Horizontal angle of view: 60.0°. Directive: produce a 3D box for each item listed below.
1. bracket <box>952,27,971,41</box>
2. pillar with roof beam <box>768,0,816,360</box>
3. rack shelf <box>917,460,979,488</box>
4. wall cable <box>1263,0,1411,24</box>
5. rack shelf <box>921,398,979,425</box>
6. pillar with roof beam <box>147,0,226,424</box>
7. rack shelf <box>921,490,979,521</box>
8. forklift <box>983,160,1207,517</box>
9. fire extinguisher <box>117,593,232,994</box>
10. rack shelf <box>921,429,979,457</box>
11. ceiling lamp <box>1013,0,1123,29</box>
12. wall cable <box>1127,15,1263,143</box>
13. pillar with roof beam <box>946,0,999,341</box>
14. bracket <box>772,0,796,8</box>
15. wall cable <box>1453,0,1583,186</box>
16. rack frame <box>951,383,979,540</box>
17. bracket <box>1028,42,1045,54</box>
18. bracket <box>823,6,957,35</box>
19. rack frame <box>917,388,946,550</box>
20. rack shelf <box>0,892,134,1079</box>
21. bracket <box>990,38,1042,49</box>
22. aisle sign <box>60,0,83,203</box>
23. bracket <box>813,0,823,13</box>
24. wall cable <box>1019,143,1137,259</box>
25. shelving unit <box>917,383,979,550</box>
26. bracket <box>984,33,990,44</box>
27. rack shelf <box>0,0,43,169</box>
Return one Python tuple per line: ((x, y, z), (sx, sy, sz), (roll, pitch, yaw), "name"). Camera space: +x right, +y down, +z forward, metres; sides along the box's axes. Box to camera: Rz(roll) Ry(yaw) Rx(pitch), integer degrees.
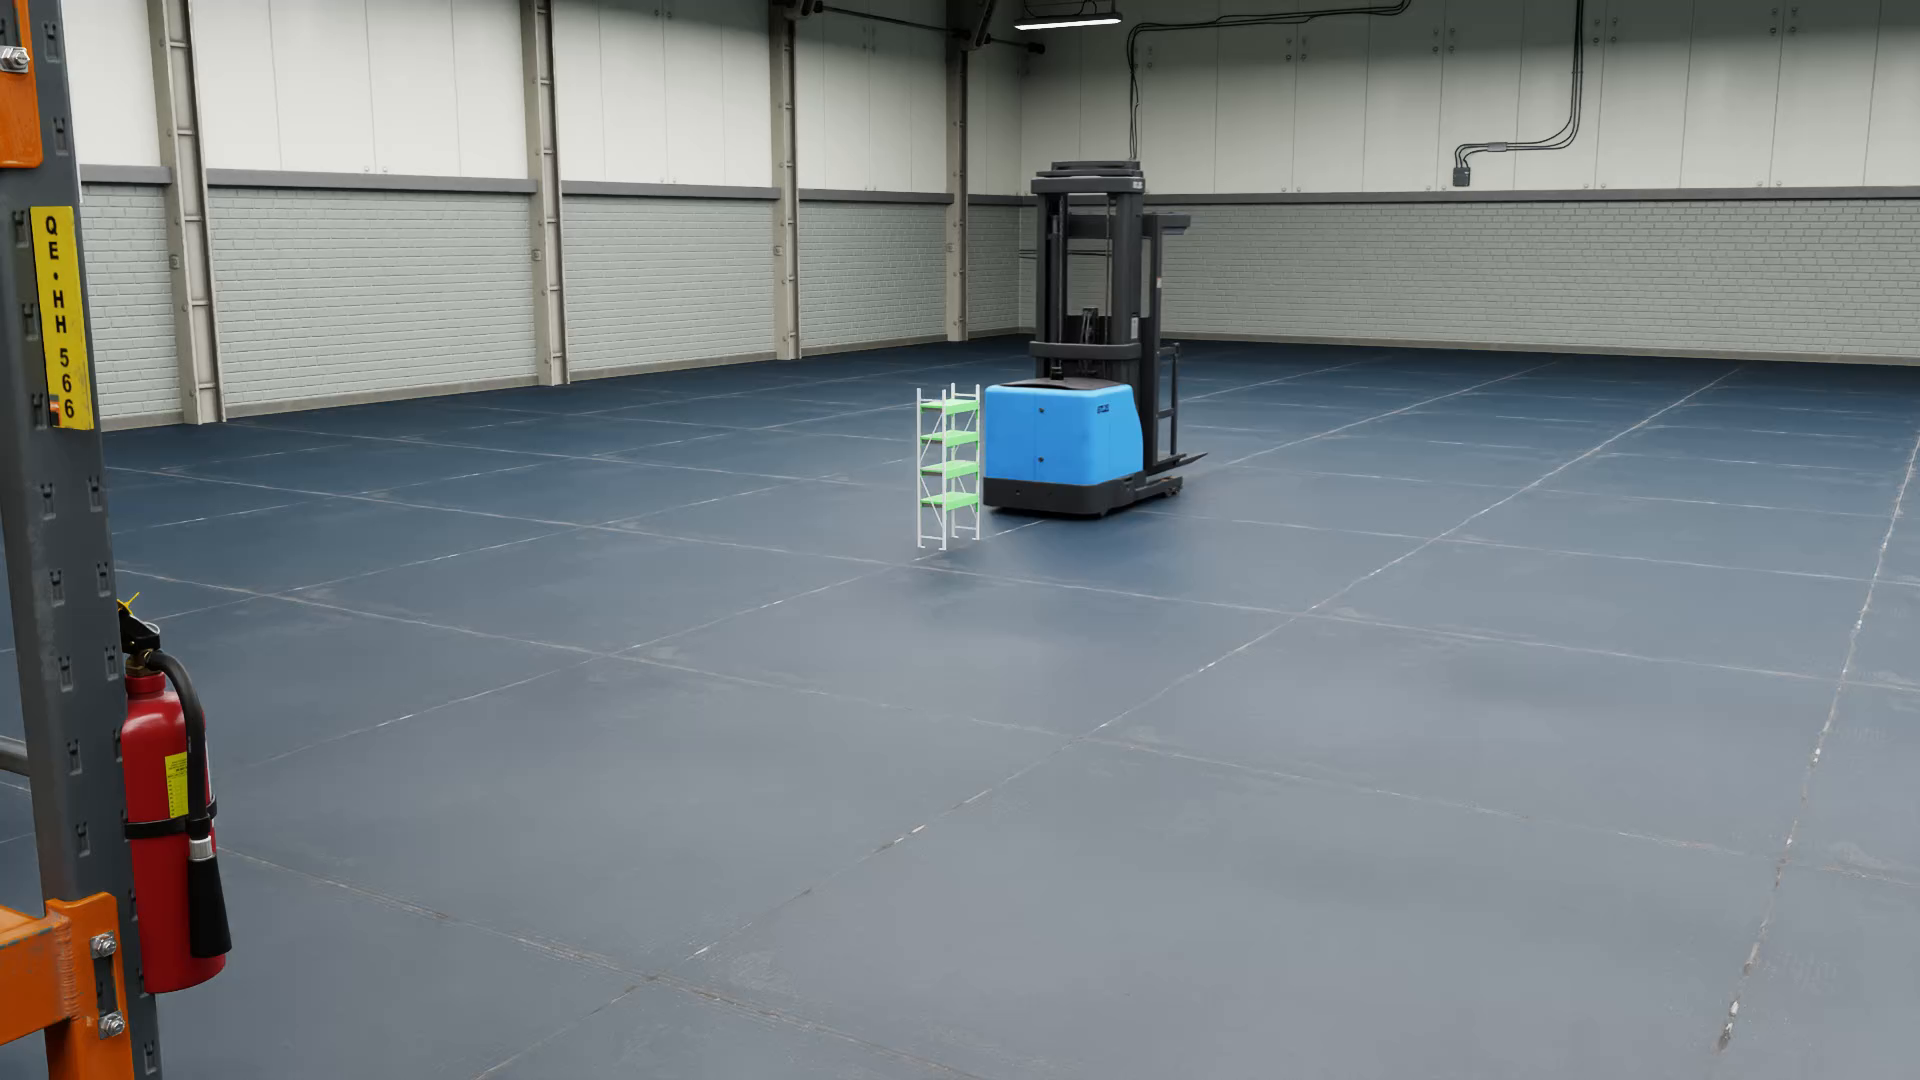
((0.026, -10.393, 34.146), (0.235, 0.232, 0.430), (6, 12, 31), "bracket")
((0.502, -7.368, 27.770), (9.100, 9.000, 0.548), (6, 12, 31), "pillar with roof beam")
((-0.086, -0.501, 12.631), (0.258, 0.148, 0.480), (6, 12, 31), "rack shelf")
((7.555, -11.697, 33.250), (3.097, 2.526, 0.112), (6, 12, 31), "wall cable")
((-0.086, -0.973, 12.543), (0.258, 0.148, 0.480), (6, 12, 31), "rack shelf")
((-5.728, -5.481, 17.689), (9.100, 9.000, 0.400), (6, 12, 31), "pillar with roof beam")
((-0.086, -0.265, 12.675), (0.258, 0.148, 0.480), (6, 12, 31), "rack shelf")
((1.366, -1.860, 14.837), (1.130, 2.935, 3.031), (6, 12, 29), "forklift")
((-1.338, 0.405, 2.763), (0.296, 0.674, 0.183), (6, 12, 31), "fire extinguisher")
((-0.086, -0.737, 12.587), (0.258, 0.148, 0.480), (6, 12, 31), "rack shelf")
((1.991, -10.530, 28.800), (2.000, 3.185, 0.800), (6, 12, 31), "ceiling lamp")
((4.910, -9.757, 35.247), (3.097, 2.526, 0.112), (6, 12, 31), "wall cable")
((3.617, -8.311, 32.810), (9.100, 9.000, 0.548), (6, 12, 31), "pillar with roof beam")
((-3.089, -9.449, 29.106), (0.235, 0.232, 0.430), (6, 12, 31), "bracket")
((10.703, -9.822, 31.636), (2.305, 6.003, 0.169), (6, 12, 31), "wall cable")
((0.041, -0.602, 12.824), (0.240, 1.200, 0.015), (6, 12, 31), "rack frame")
((1.687, -10.896, 36.834), (0.235, 0.232, 0.430), (6, 12, 31), "bracket")
((-1.312, -9.988, 31.982), (0.076, 0.066, 4.783), (6, 12, 31), "bracket")
((-0.213, -0.525, 12.414), (0.240, 1.200, 0.015), (6, 12, 31), "rack frame")
((-2.830, 1.009, 1.281), (1.077, 0.370, 4.000), (6, 12, 31), "rack shelf")
((1.380, -10.803, 36.338), (0.076, 0.066, 3.189), (6, 12, 31), "bracket")
((-1.503, -0.918, 2.555), (0.394, 0.787, 0.004), (6, 12, 31), "aisle sign")
((-2.658, -9.580, 29.803), (0.235, 0.232, 0.430), (6, 12, 31), "bracket")
((2.597, -7.533, 37.093), (3.097, 2.526, 0.112), (6, 12, 31), "wall cable")
((-0.086, -0.564, 12.619), (0.258, 1.200, 0.503), (6, 12, 31), "shelving unit")
((0.457, -10.523, 34.843), (0.235, 0.232, 0.430), (6, 12, 31), "bracket")
((-2.830, -0.465, 1.005), (1.077, 0.370, 4.000), (6, 12, 31), "rack shelf")
